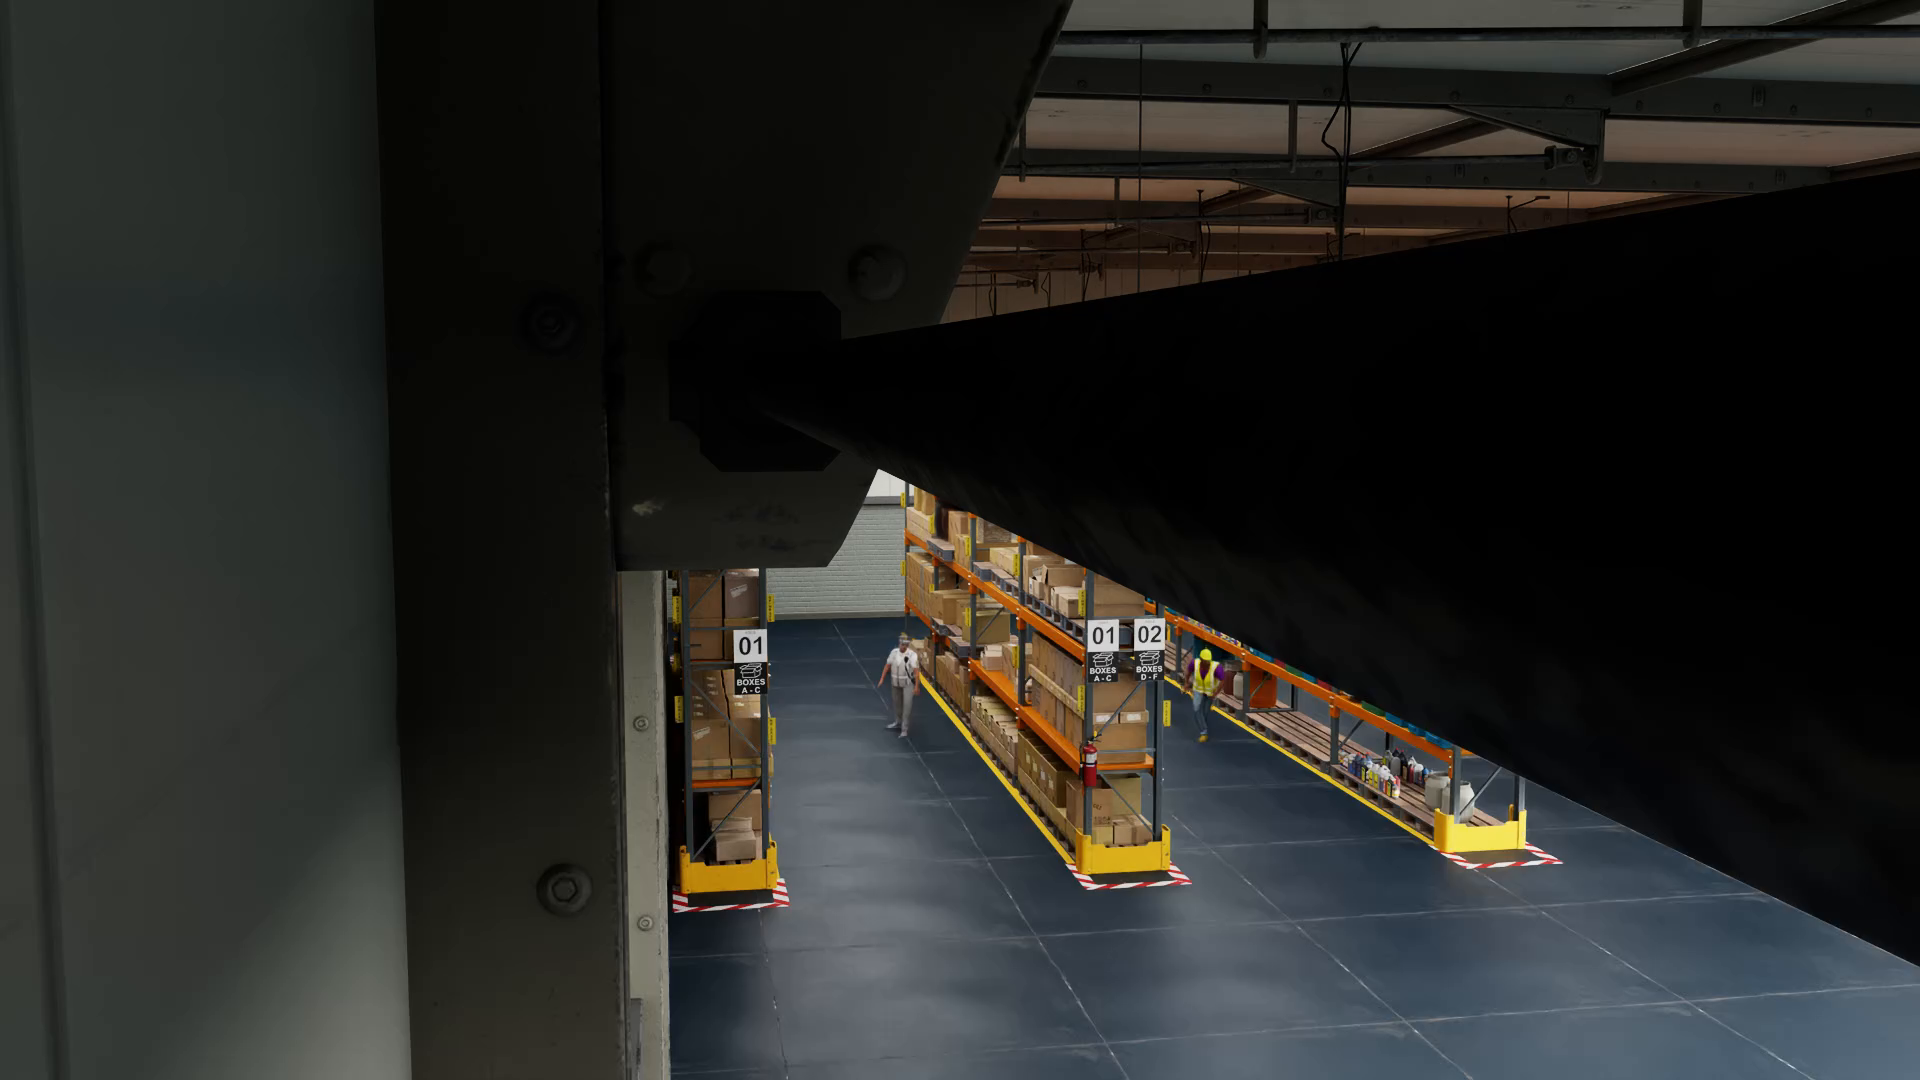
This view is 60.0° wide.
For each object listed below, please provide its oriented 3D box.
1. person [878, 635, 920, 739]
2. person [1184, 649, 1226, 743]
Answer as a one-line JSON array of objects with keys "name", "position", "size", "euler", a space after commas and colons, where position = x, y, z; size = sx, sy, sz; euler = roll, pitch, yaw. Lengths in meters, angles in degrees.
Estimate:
[{"name": "person", "position": [-1.036, 2.500, 28.774], "size": [0.730, 1.747, 0.781], "euler": [3, 6, 24]}, {"name": "person", "position": [4.174, 2.578, 28.319], "size": [0.716, 1.601, 1.115], "euler": [1, 6, 12]}]
